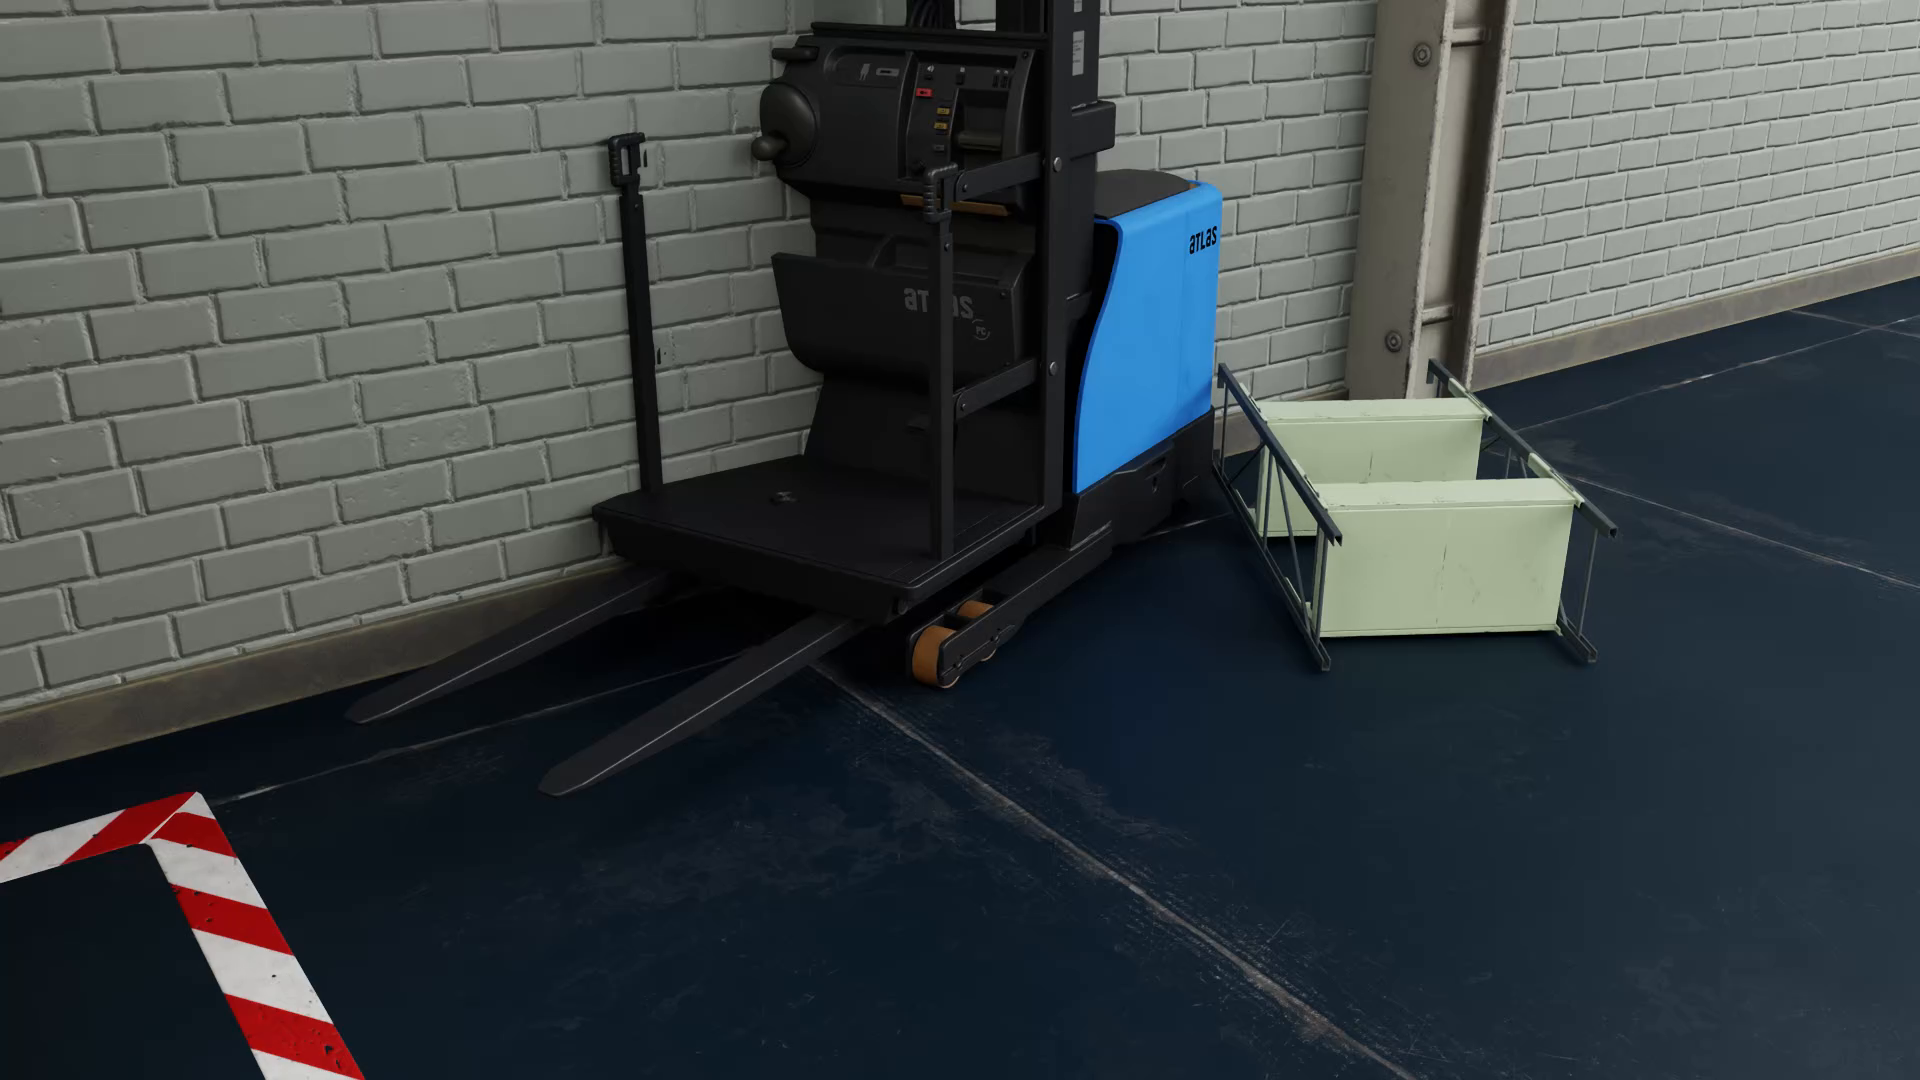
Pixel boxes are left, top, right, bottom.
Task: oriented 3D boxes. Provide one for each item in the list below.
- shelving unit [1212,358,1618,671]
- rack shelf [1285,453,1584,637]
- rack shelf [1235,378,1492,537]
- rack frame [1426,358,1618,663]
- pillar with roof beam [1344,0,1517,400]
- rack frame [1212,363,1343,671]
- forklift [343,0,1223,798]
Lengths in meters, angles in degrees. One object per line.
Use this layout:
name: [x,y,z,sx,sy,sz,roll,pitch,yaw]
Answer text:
shelving unit: [1.306,-0.137,5.107,0.755,0.431,1.500,-2,23,-3]
rack shelf: [1.329,0.017,4.749,0.720,0.431,0.370,-2,23,-3]
rack shelf: [1.288,-0.265,5.406,0.720,0.431,0.370,-2,23,-3]
rack frame: [1.672,-0.146,5.126,0.023,0.400,1.500,-2,23,-3]
pillar with roof beam: [4.258,-3.340,1.624,0.400,9.000,9.100,-15,26,-33]
rack frame: [0.941,-0.127,5.088,0.023,0.400,1.500,-2,23,-3]
forklift: [-0.329,-1.163,4.357,1.130,2.935,3.031,13,25,29]
